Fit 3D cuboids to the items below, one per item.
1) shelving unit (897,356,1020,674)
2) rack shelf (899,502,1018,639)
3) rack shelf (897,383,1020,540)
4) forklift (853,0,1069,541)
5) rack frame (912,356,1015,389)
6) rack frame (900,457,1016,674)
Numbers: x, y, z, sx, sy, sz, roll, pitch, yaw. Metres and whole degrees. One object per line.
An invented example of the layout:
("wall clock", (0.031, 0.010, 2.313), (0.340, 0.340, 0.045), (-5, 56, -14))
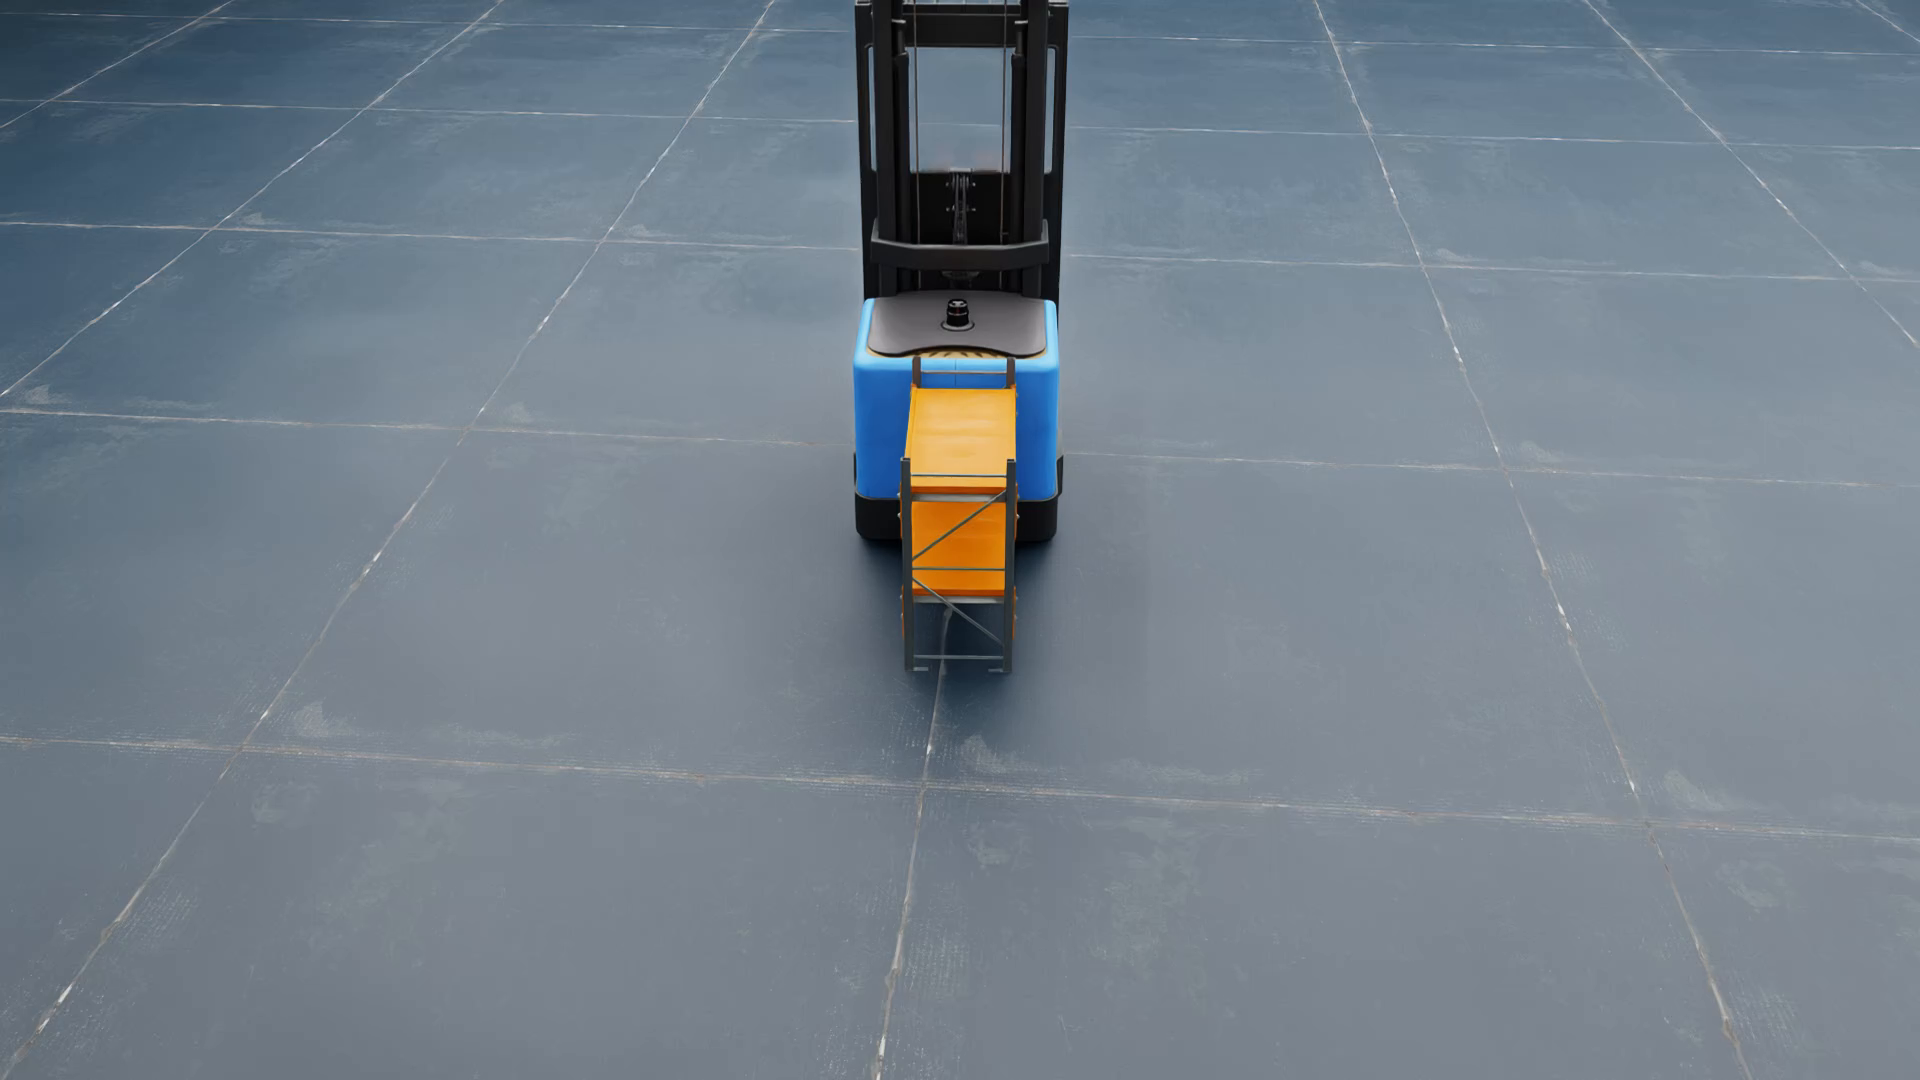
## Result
("shelving unit", (0.005, -0.134, 7.896), (0.538, 1.125, 1.048), (1, 32, 1))
("rack shelf", (0.005, 0.074, 8.024), (0.538, 0.278, 1.000), (1, 32, 1))
("rack shelf", (0.005, -0.383, 7.742), (0.538, 0.278, 1.000), (1, 32, 1))
("forklift", (0.015, -1.981, 9.170), (1.130, 2.935, 3.031), (1, 32, 1))
("rack frame", (0.018, -0.401, 8.328), (0.500, 1.125, 0.032), (1, 32, 1))
("rack frame", (-0.007, 0.132, 7.463), (0.500, 1.125, 0.032), (1, 32, 1))
